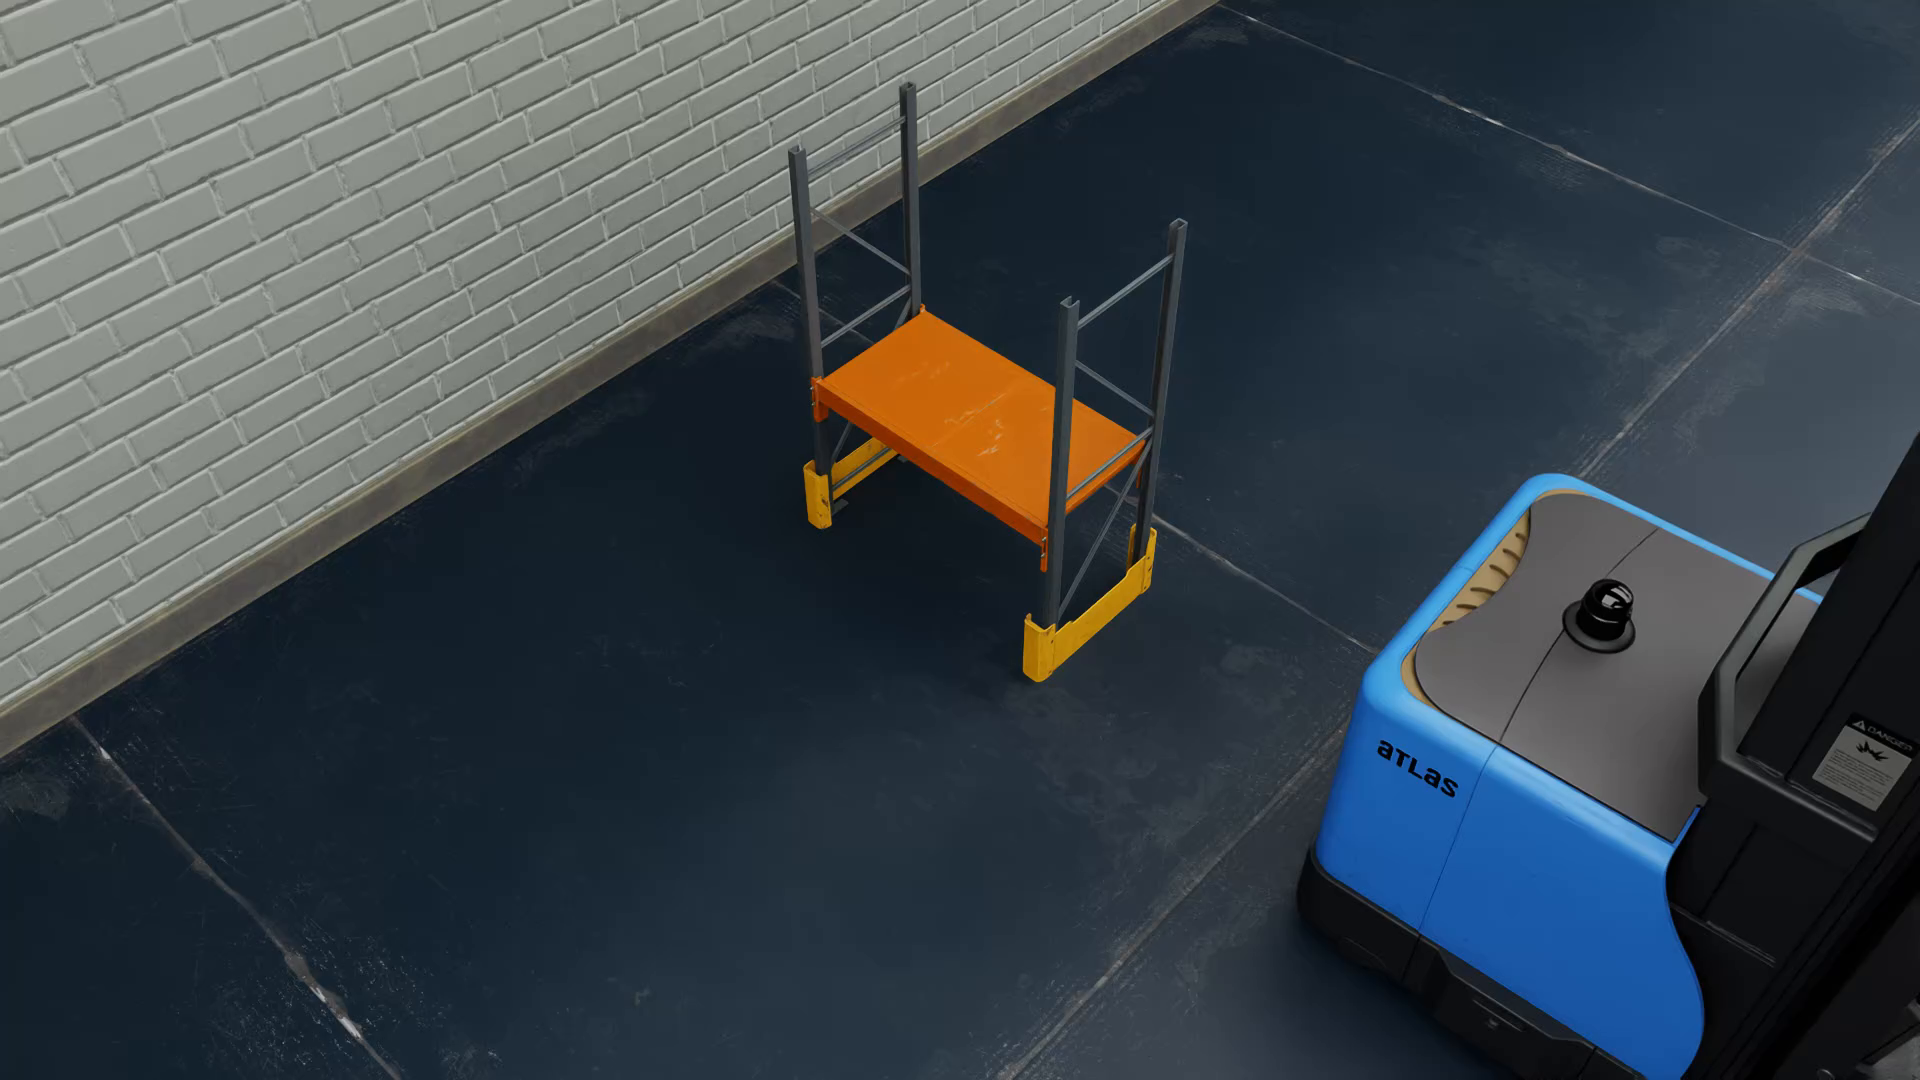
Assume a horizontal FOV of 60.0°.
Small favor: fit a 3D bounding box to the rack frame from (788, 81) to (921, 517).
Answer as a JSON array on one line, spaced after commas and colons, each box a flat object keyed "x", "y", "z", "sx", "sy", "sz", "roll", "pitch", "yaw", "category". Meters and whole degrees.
[{"x": -0.311, "y": -0.723, "z": 5.400, "sx": 0.032, "sy": 1.500, "sz": 0.500, "roll": 34, "pitch": 55, "yaw": 28, "category": "rack frame"}]

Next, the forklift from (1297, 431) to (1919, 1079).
[{"x": 2.409, "y": 0.483, "z": 3.286, "sx": 3.031, "sy": 2.935, "sz": 1.130, "roll": 31, "pitch": 54, "yaw": 26, "category": "forklift"}]

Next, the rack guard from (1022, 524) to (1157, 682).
[{"x": 0.422, "y": 0.198, "z": 5.392, "sx": 0.087, "sy": 0.250, "sz": 0.587, "roll": 34, "pitch": 55, "yaw": 28, "category": "rack guard"}]

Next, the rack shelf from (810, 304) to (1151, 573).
[{"x": 0.063, "y": -0.348, "z": 5.295, "sx": 1.000, "sy": 0.185, "sz": 0.538, "roll": 34, "pitch": 55, "yaw": 28, "category": "rack shelf"}]

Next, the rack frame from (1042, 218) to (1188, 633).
[{"x": 0.436, "y": -0.220, "z": 4.928, "sx": 0.032, "sy": 1.500, "sz": 0.500, "roll": 34, "pitch": 55, "yaw": 28, "category": "rack frame"}]

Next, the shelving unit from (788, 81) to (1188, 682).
[{"x": 0.056, "y": -0.476, "z": 5.168, "sx": 1.083, "sy": 1.500, "sz": 0.587, "roll": 34, "pitch": 55, "yaw": 28, "category": "shelving unit"}]

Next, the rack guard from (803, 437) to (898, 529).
[{"x": -0.310, "y": -0.294, "z": 5.855, "sx": 0.087, "sy": 0.250, "sz": 0.587, "roll": 34, "pitch": 55, "yaw": 28, "category": "rack guard"}]
